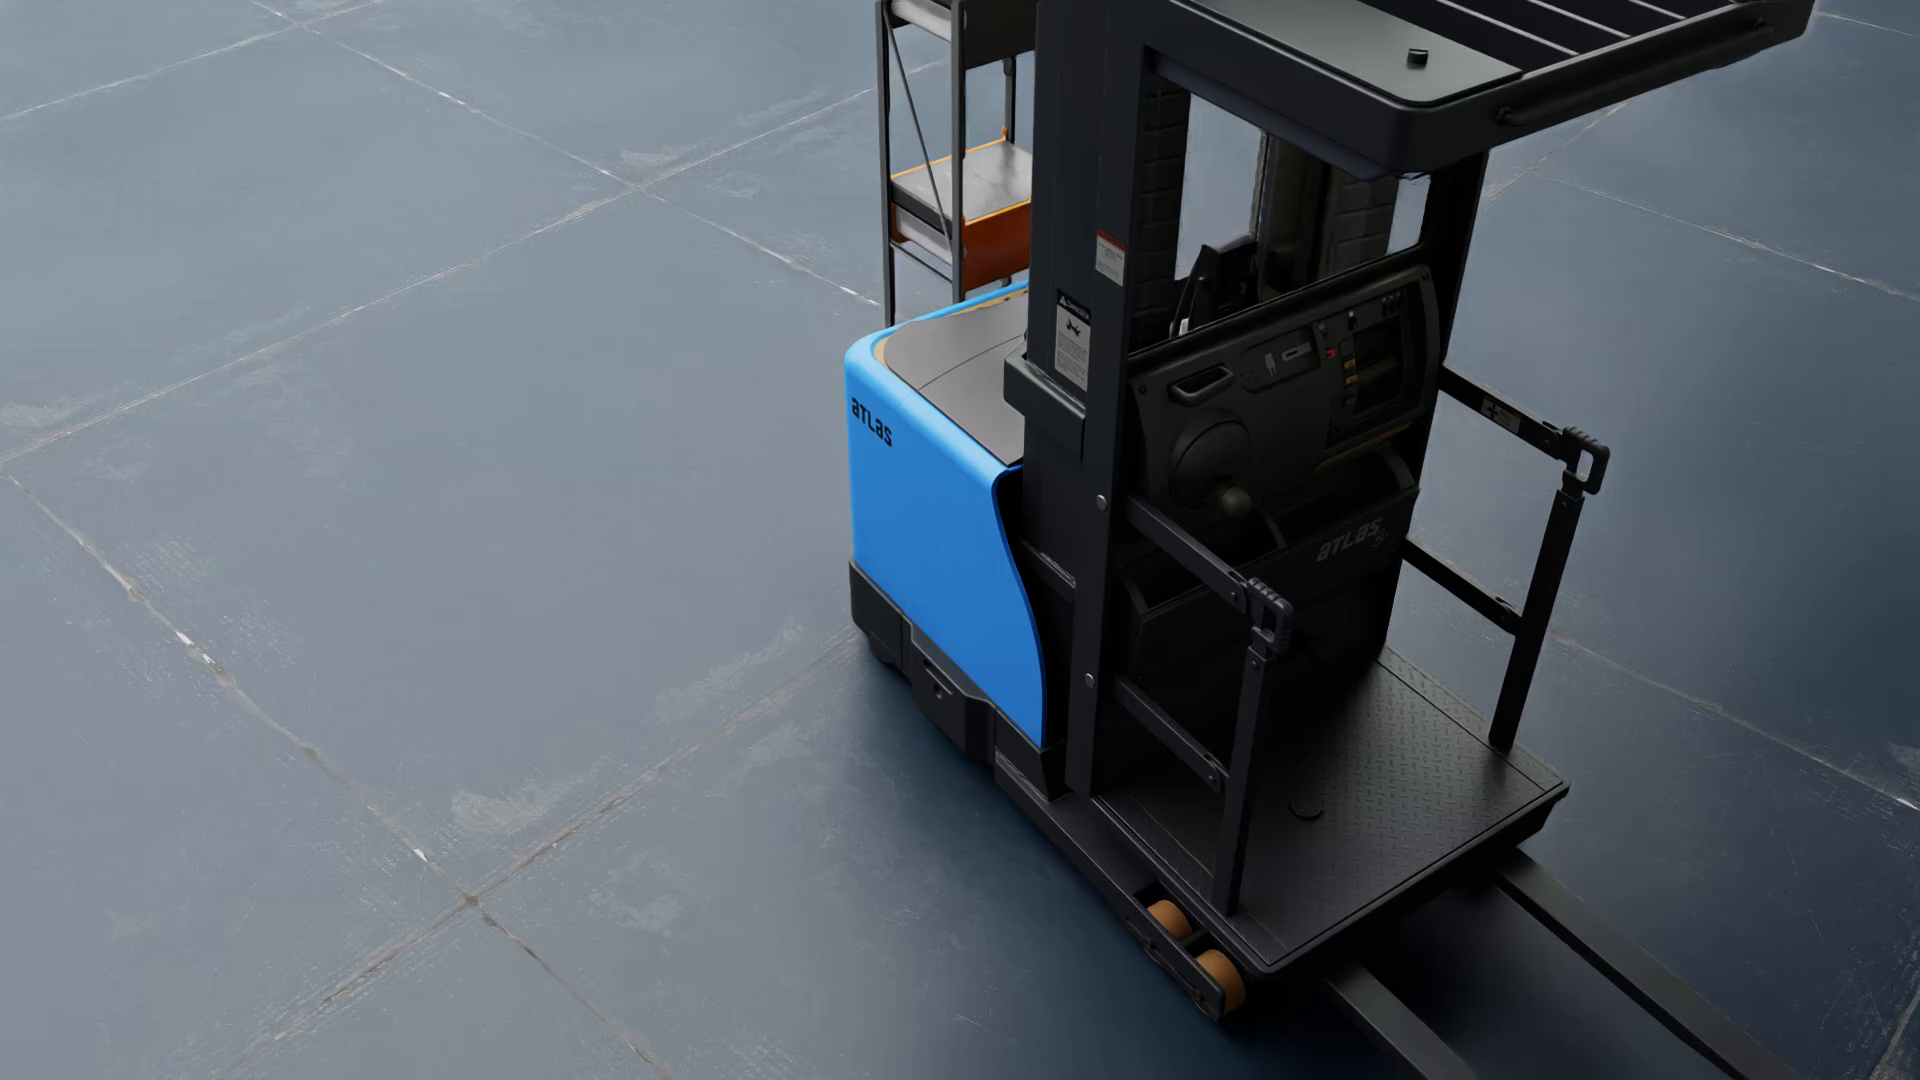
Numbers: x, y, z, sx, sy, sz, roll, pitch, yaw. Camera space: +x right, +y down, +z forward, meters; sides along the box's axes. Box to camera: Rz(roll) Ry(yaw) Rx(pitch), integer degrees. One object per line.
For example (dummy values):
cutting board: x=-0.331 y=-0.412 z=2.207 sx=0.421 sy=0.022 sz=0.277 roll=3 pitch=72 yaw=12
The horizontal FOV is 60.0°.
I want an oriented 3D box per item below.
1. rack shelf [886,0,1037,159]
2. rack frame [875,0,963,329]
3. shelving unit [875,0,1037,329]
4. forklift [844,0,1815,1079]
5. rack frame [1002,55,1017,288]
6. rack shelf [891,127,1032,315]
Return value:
rack shelf: x=0.076 y=-1.480 z=4.822 sx=0.480 sy=0.518 sz=0.431 roll=-25 pitch=45 yaw=-28
rack frame: x=-0.118 y=-0.851 z=5.133 sx=0.015 sy=2.100 sz=0.400 roll=-25 pitch=45 yaw=-28
shelving unit: x=0.076 y=-0.943 z=5.249 sx=0.503 sy=2.100 sz=0.431 roll=-25 pitch=45 yaw=-28
forklift: x=0.898 y=-0.282 z=3.749 sx=1.130 sy=2.935 sz=3.031 roll=-23 pitch=44 yaw=-26
rack frame: x=0.270 y=-1.035 z=5.364 sx=0.015 sy=2.100 sz=0.400 roll=-25 pitch=45 yaw=-28
rack shelf: x=0.076 y=-0.932 z=5.257 sx=0.480 sy=0.518 sz=0.431 roll=-25 pitch=45 yaw=-28
